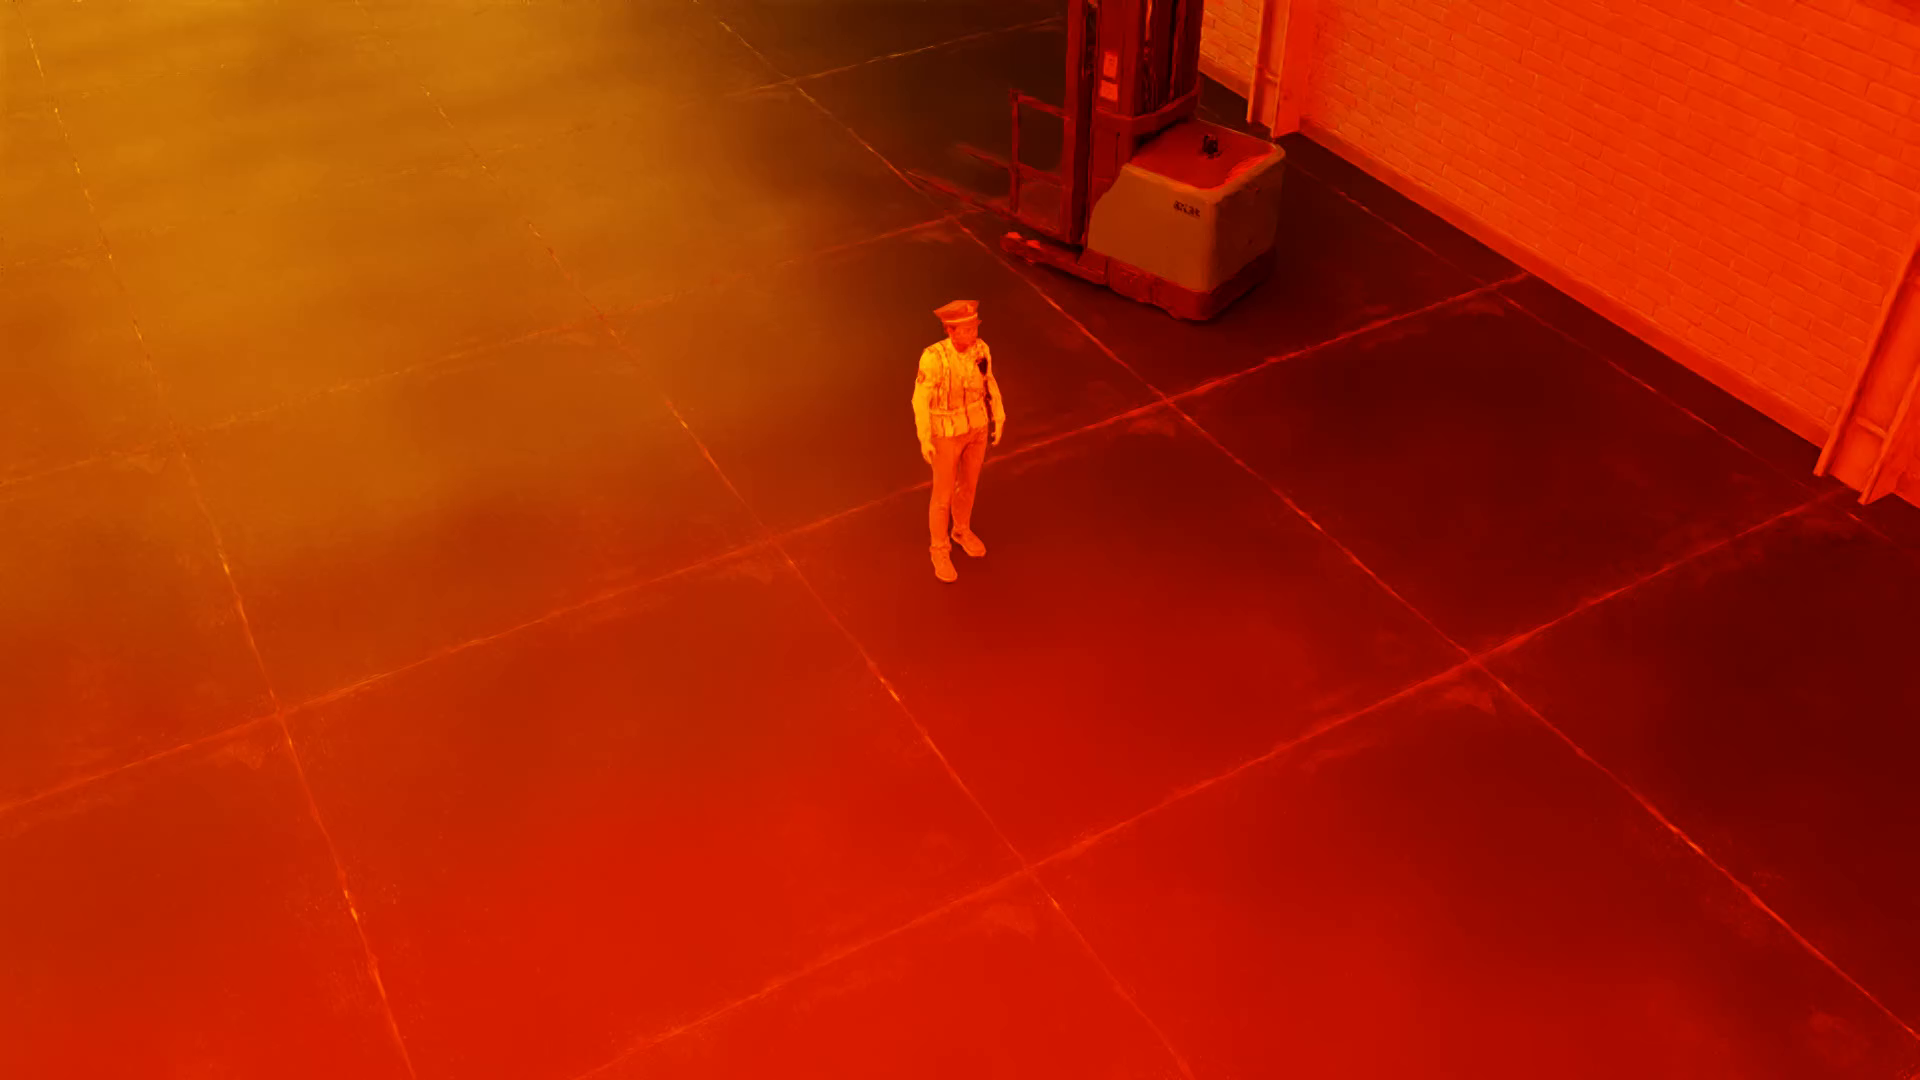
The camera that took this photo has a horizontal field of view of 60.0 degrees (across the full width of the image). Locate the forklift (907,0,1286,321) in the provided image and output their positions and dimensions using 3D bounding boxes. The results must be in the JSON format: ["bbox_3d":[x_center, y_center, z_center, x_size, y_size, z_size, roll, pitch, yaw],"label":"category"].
[{"bbox_3d":[0.939,-3.524,12.285,3.031,2.935,1.130,28,47,30],"label":"forklift"}]

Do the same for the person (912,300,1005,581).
[{"bbox_3d":[0.028,-0.618,9.739,0.586,1.695,0.532,-20,44,-23],"label":"person"}]
